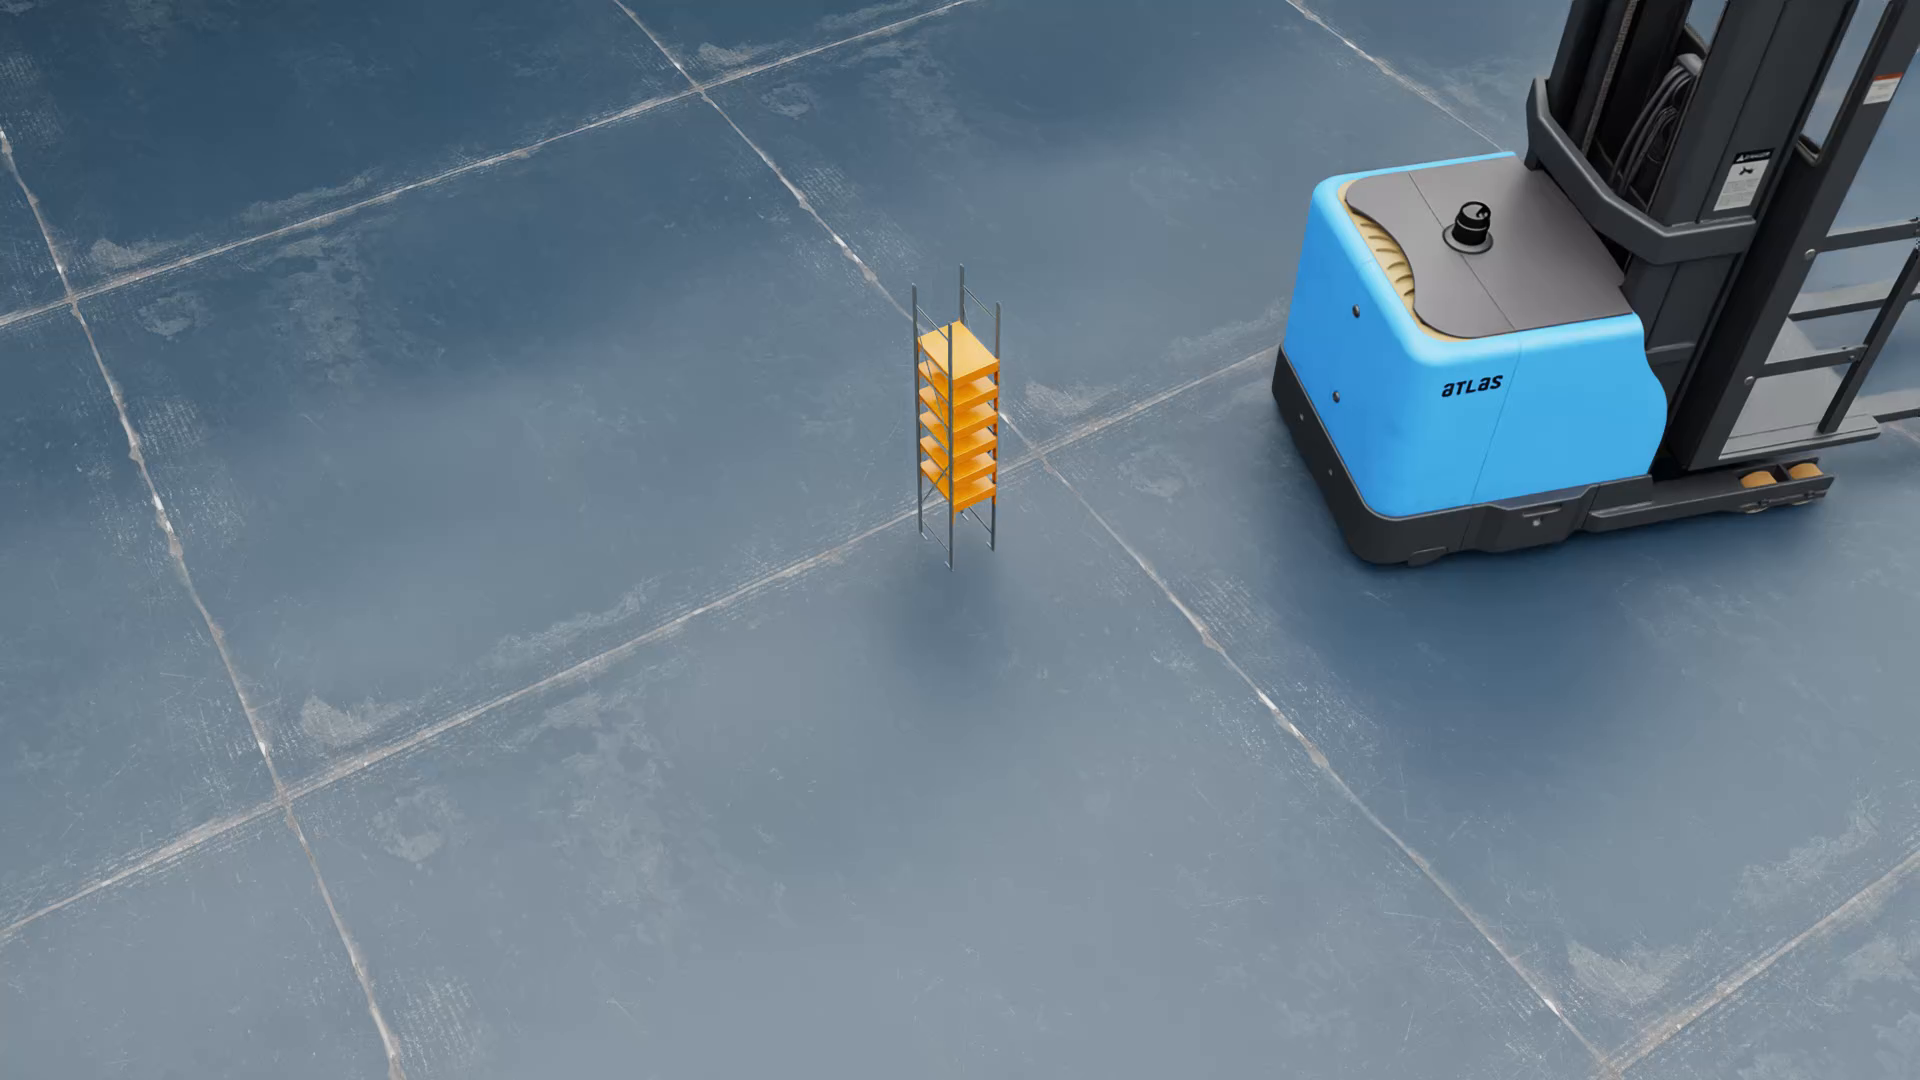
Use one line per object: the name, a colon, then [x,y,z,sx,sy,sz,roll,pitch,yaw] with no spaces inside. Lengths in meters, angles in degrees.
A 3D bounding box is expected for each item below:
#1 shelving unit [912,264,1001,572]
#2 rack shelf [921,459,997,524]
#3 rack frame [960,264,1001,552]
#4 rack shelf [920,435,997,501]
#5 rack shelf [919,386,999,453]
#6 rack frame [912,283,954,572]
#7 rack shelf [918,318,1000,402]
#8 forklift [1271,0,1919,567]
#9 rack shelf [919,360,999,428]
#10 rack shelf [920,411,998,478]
shelving unit: [-0.012,-0.393,5.797,0.189,1.200,0.258,-25,53,-21]
rack shelf: [-0.012,-0.204,6.009,0.180,0.103,0.258,-25,53,-21]
rack frame: [0.065,-0.430,5.829,0.006,1.200,0.240,-25,53,-21]
rack shelf: [-0.012,-0.284,5.920,0.180,0.103,0.258,-25,53,-21]
rack shelf: [-0.012,-0.444,5.740,0.180,0.103,0.258,-25,53,-21]
rack frame: [-0.090,-0.357,5.764,0.006,1.200,0.240,-25,53,-21]
rack shelf: [-0.012,-0.603,5.561,0.180,0.103,0.258,-25,53,-21]
forklift: [2.825,-1.455,5.583,3.031,2.935,1.130,-10,49,-8]
rack shelf: [-0.012,-0.523,5.651,0.180,0.103,0.258,-25,53,-21]
rack shelf: [-0.012,-0.364,5.830,0.180,0.103,0.258,-25,53,-21]
